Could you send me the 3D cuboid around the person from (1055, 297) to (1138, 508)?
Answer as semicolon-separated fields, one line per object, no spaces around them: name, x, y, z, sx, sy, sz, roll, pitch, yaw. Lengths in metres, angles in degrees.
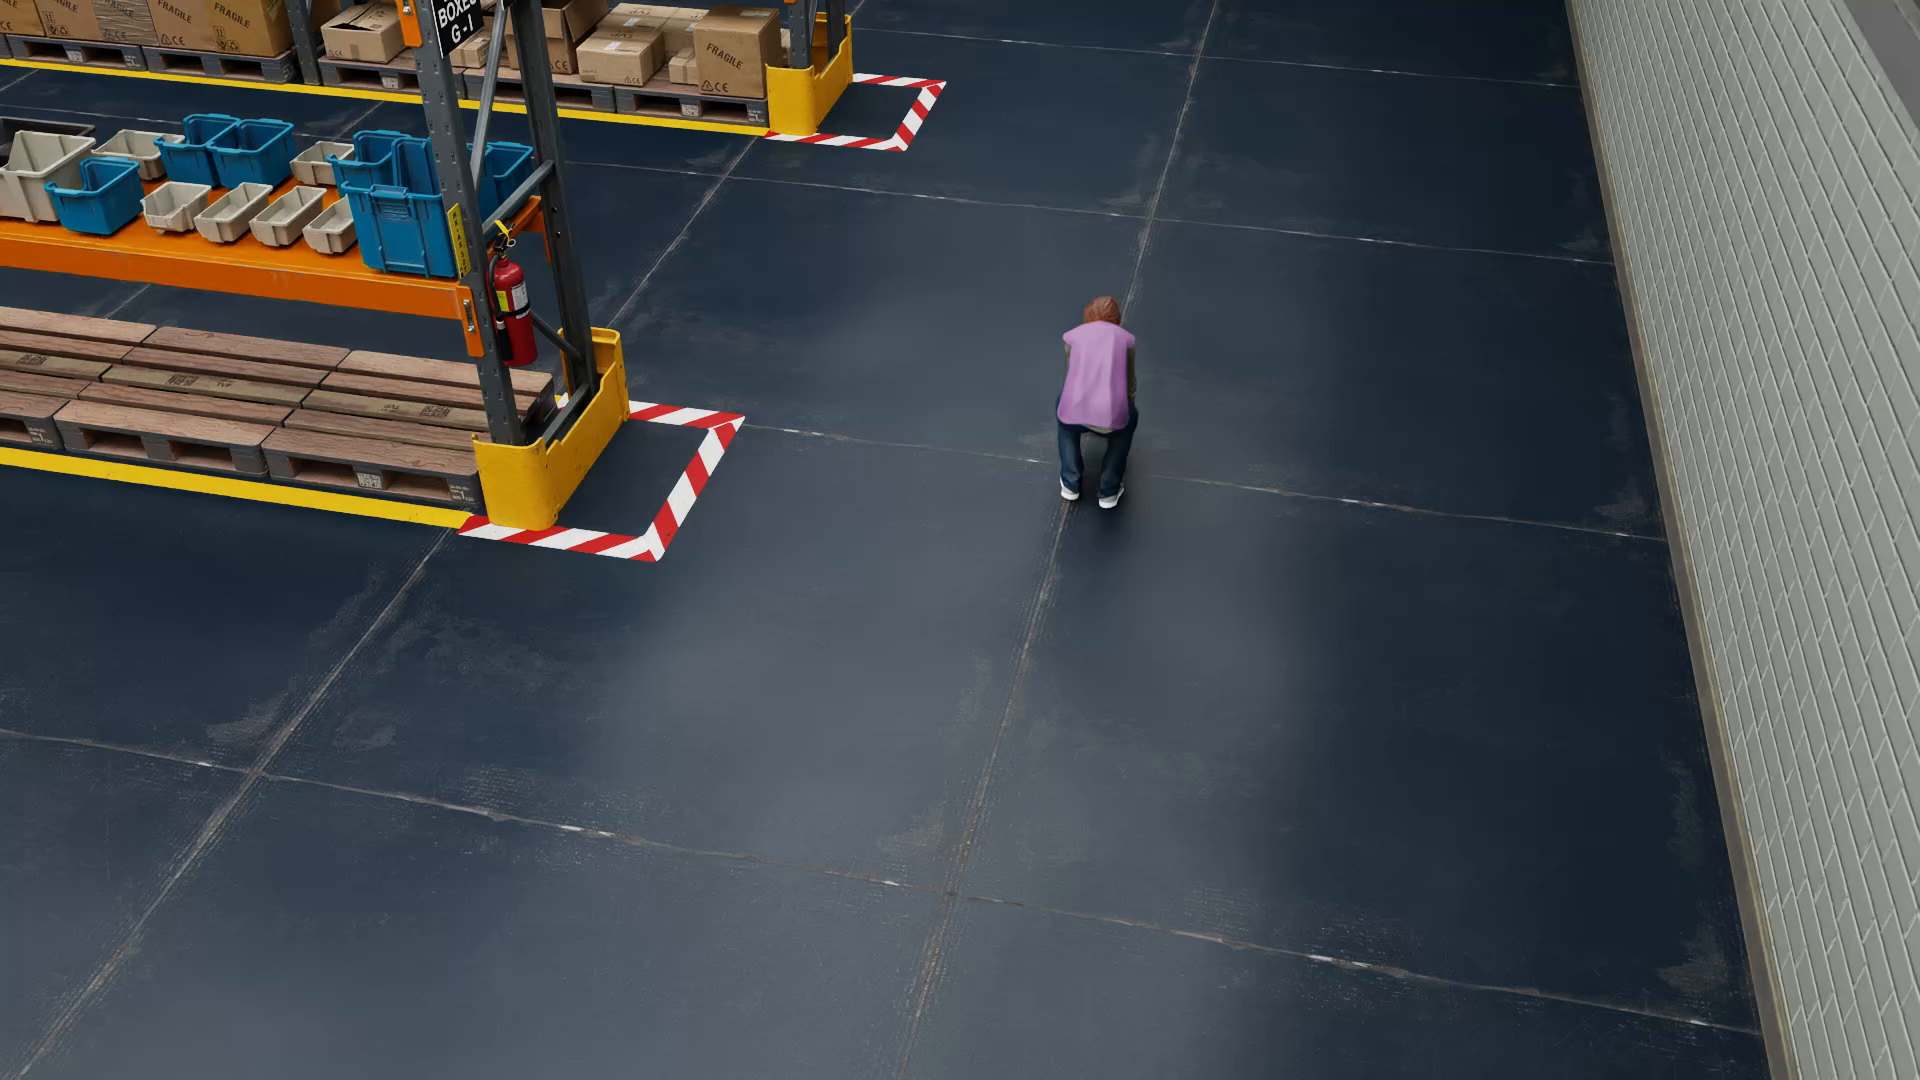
person;0.695;-0.671;8.443;0.424;0.895;0.850;6;38;8
